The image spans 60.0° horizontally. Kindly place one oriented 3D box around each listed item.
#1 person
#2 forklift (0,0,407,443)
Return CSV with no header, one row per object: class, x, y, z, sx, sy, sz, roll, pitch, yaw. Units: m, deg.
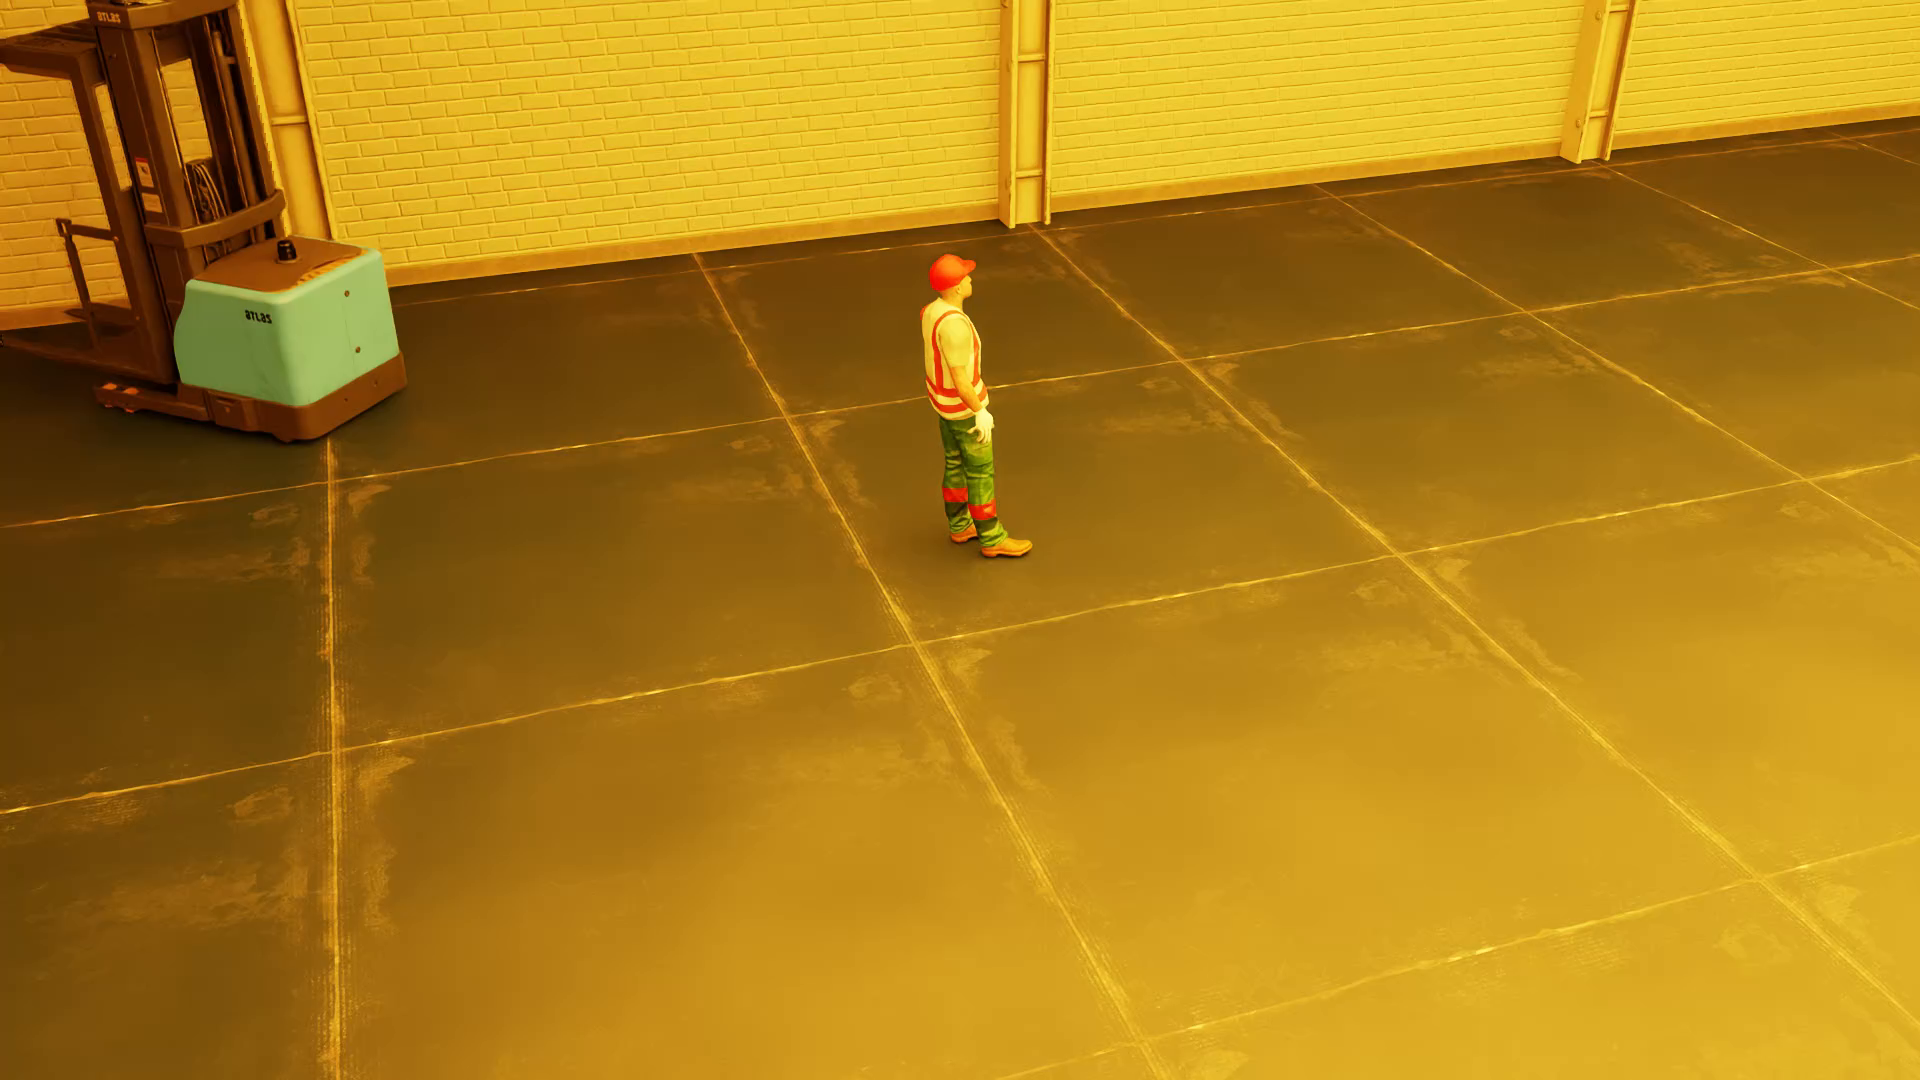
person,0.082,-0.789,9.589,0.559,1.787,0.637,-10,31,-16
forklift,-5.490,-2.387,11.236,3.031,2.935,1.130,12,32,19
